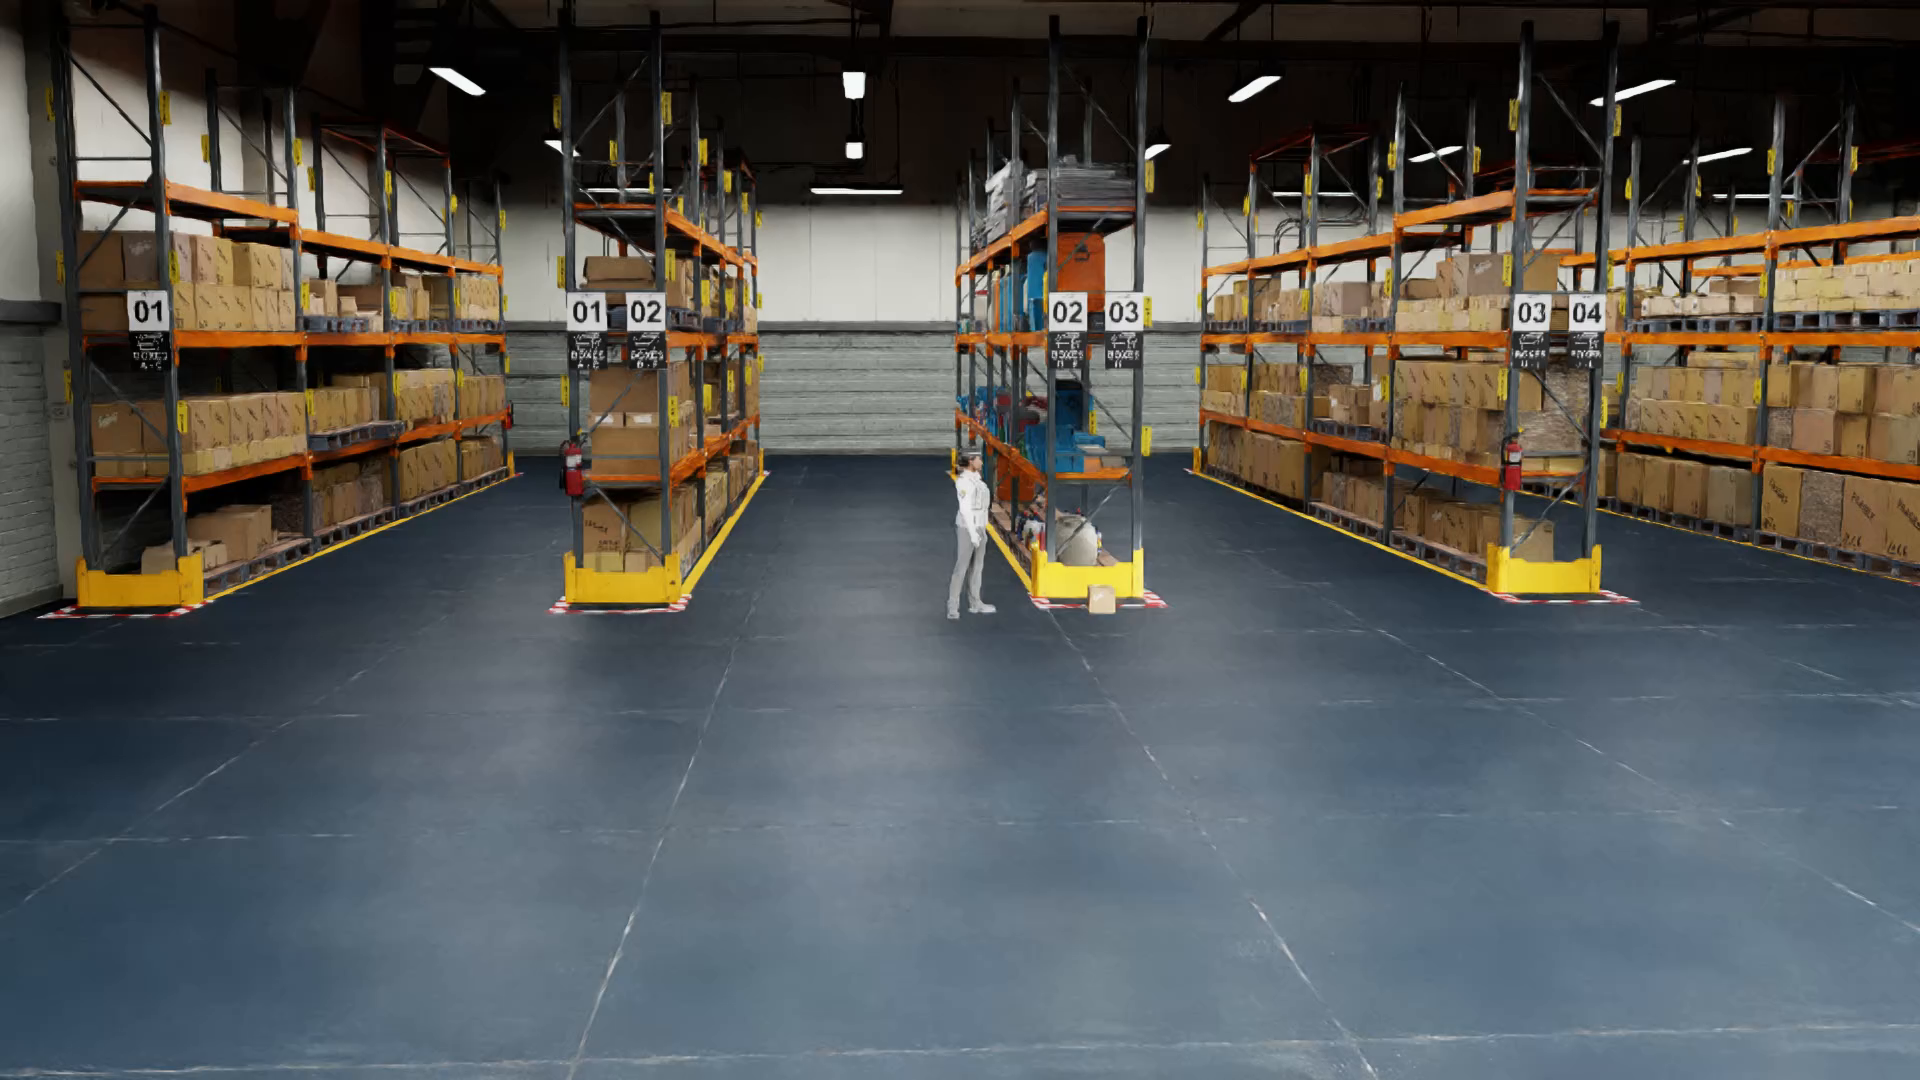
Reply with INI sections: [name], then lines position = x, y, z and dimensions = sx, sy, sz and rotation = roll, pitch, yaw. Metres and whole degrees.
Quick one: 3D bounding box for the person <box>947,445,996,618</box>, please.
[person]
position = 0.088, -0.095, 16.312
dimensions = 0.368, 1.682, 0.620
rotation = 3, 8, 24
